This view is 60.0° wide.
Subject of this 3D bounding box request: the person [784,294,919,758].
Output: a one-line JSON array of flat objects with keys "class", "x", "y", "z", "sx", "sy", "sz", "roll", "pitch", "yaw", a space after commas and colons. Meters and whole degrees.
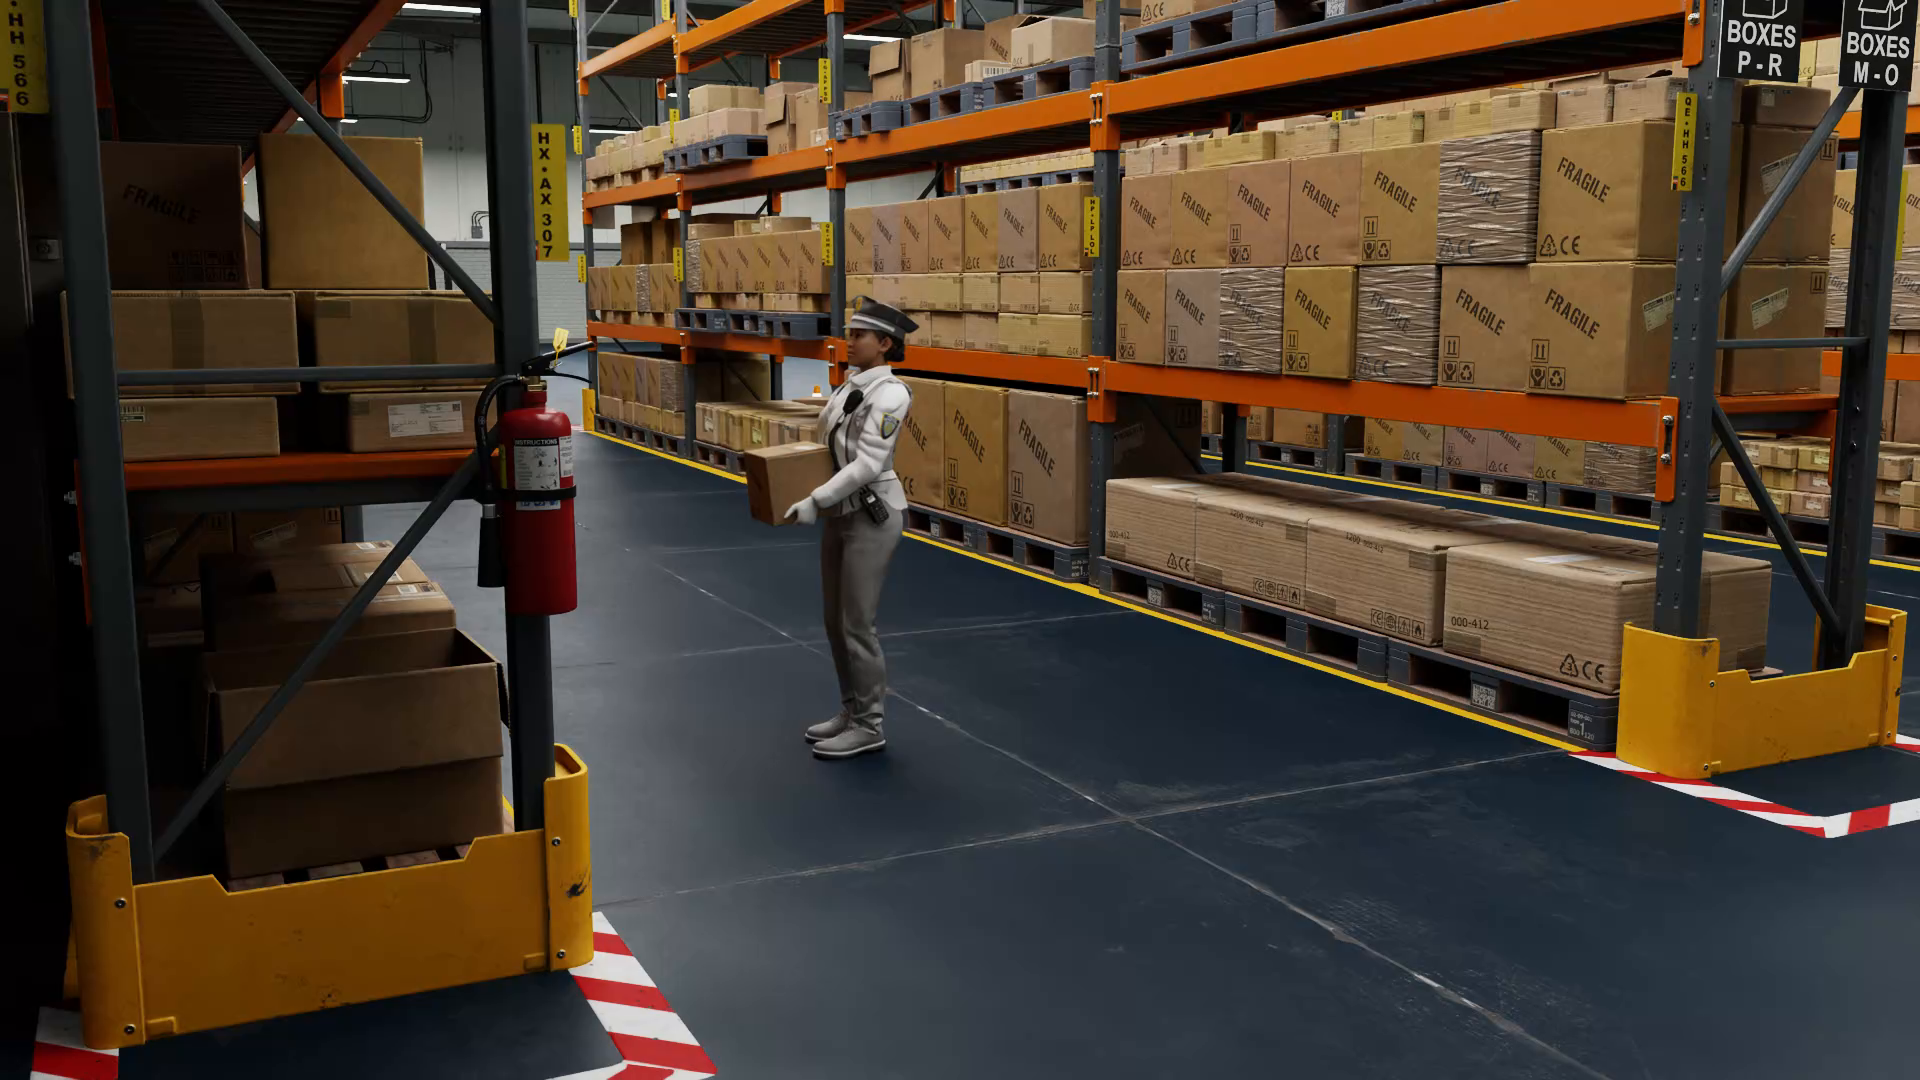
[{"class": "person", "x": -0.430, "y": -0.056, "z": 6.137, "sx": 0.556, "sy": 1.686, "sz": 0.459, "roll": -4, "pitch": 10, "yaw": -25}]
